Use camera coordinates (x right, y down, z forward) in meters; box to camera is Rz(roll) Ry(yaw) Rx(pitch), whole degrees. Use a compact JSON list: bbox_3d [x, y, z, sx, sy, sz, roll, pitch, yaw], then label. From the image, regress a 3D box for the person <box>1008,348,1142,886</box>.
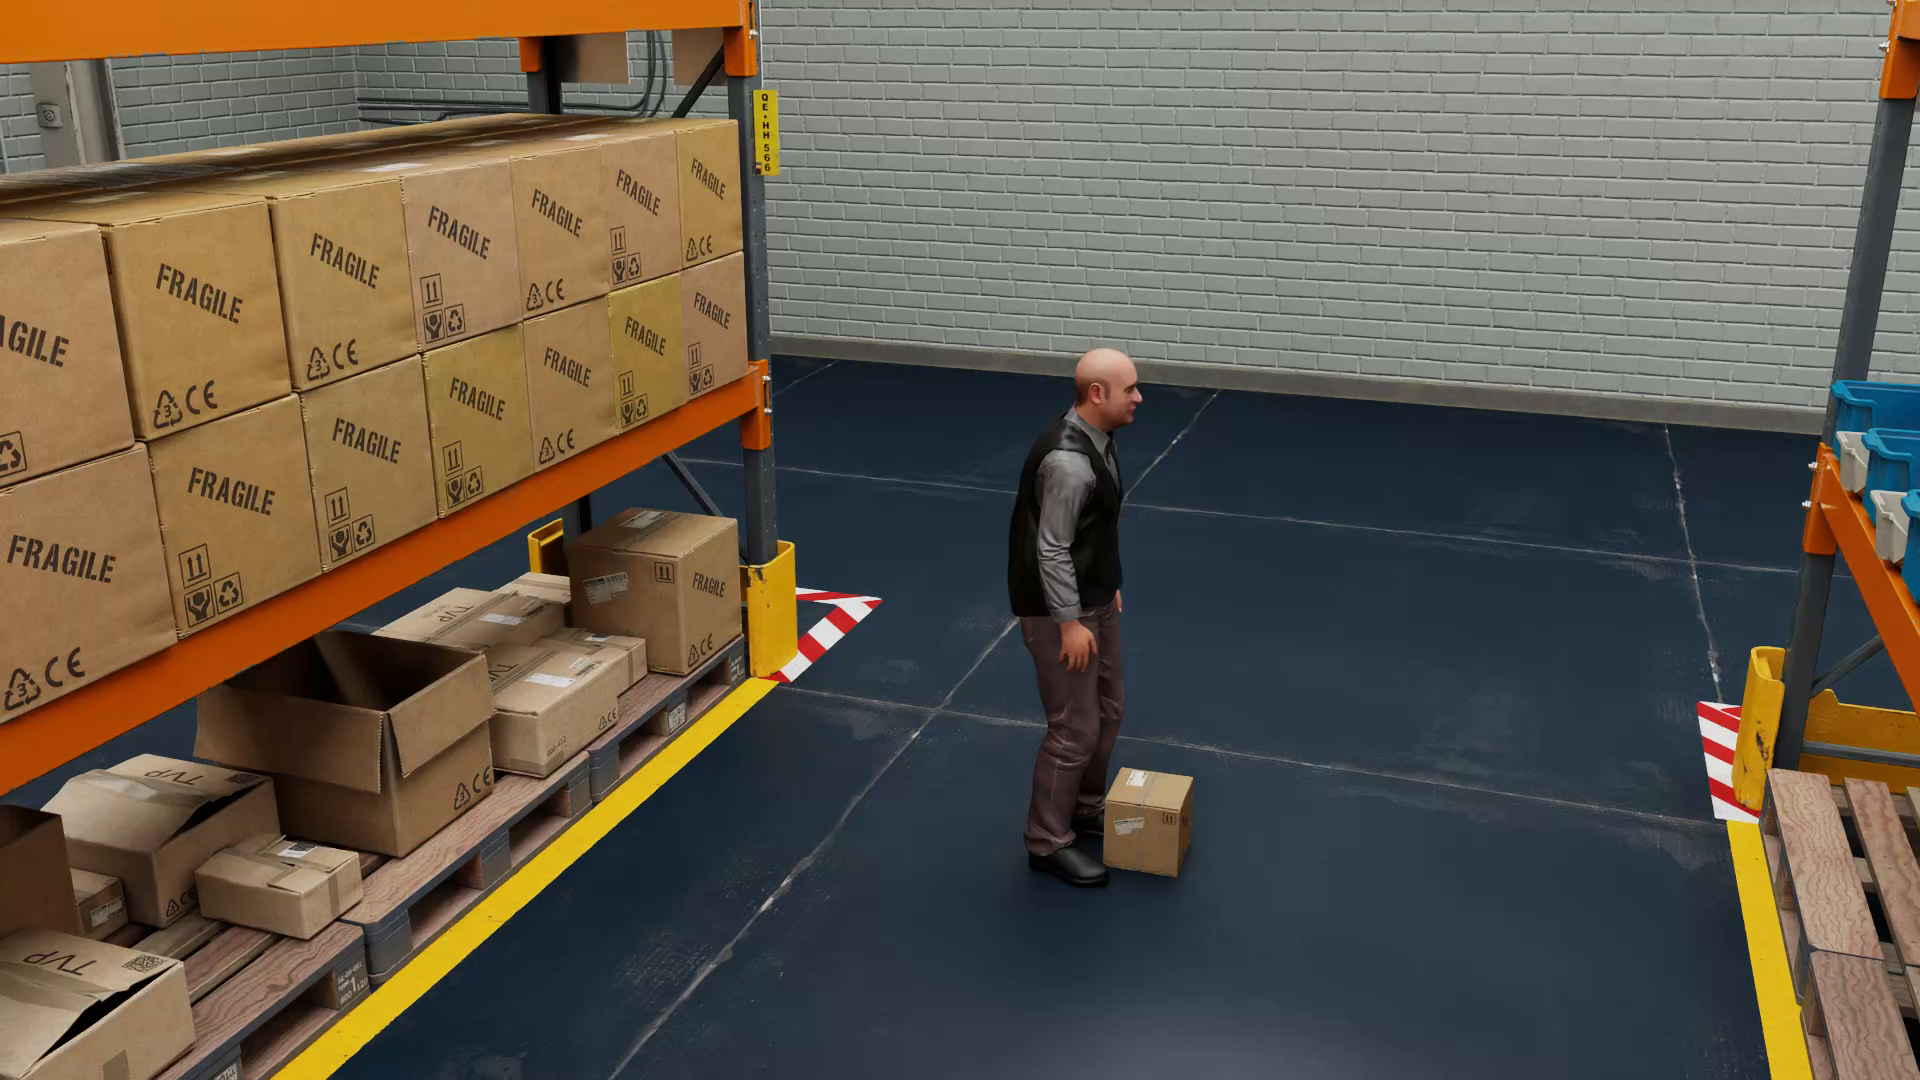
[{"bbox_3d":[0.393,0.222,5.434,0.463,1.721,0.589,6,19,17],"label":"person"}]
